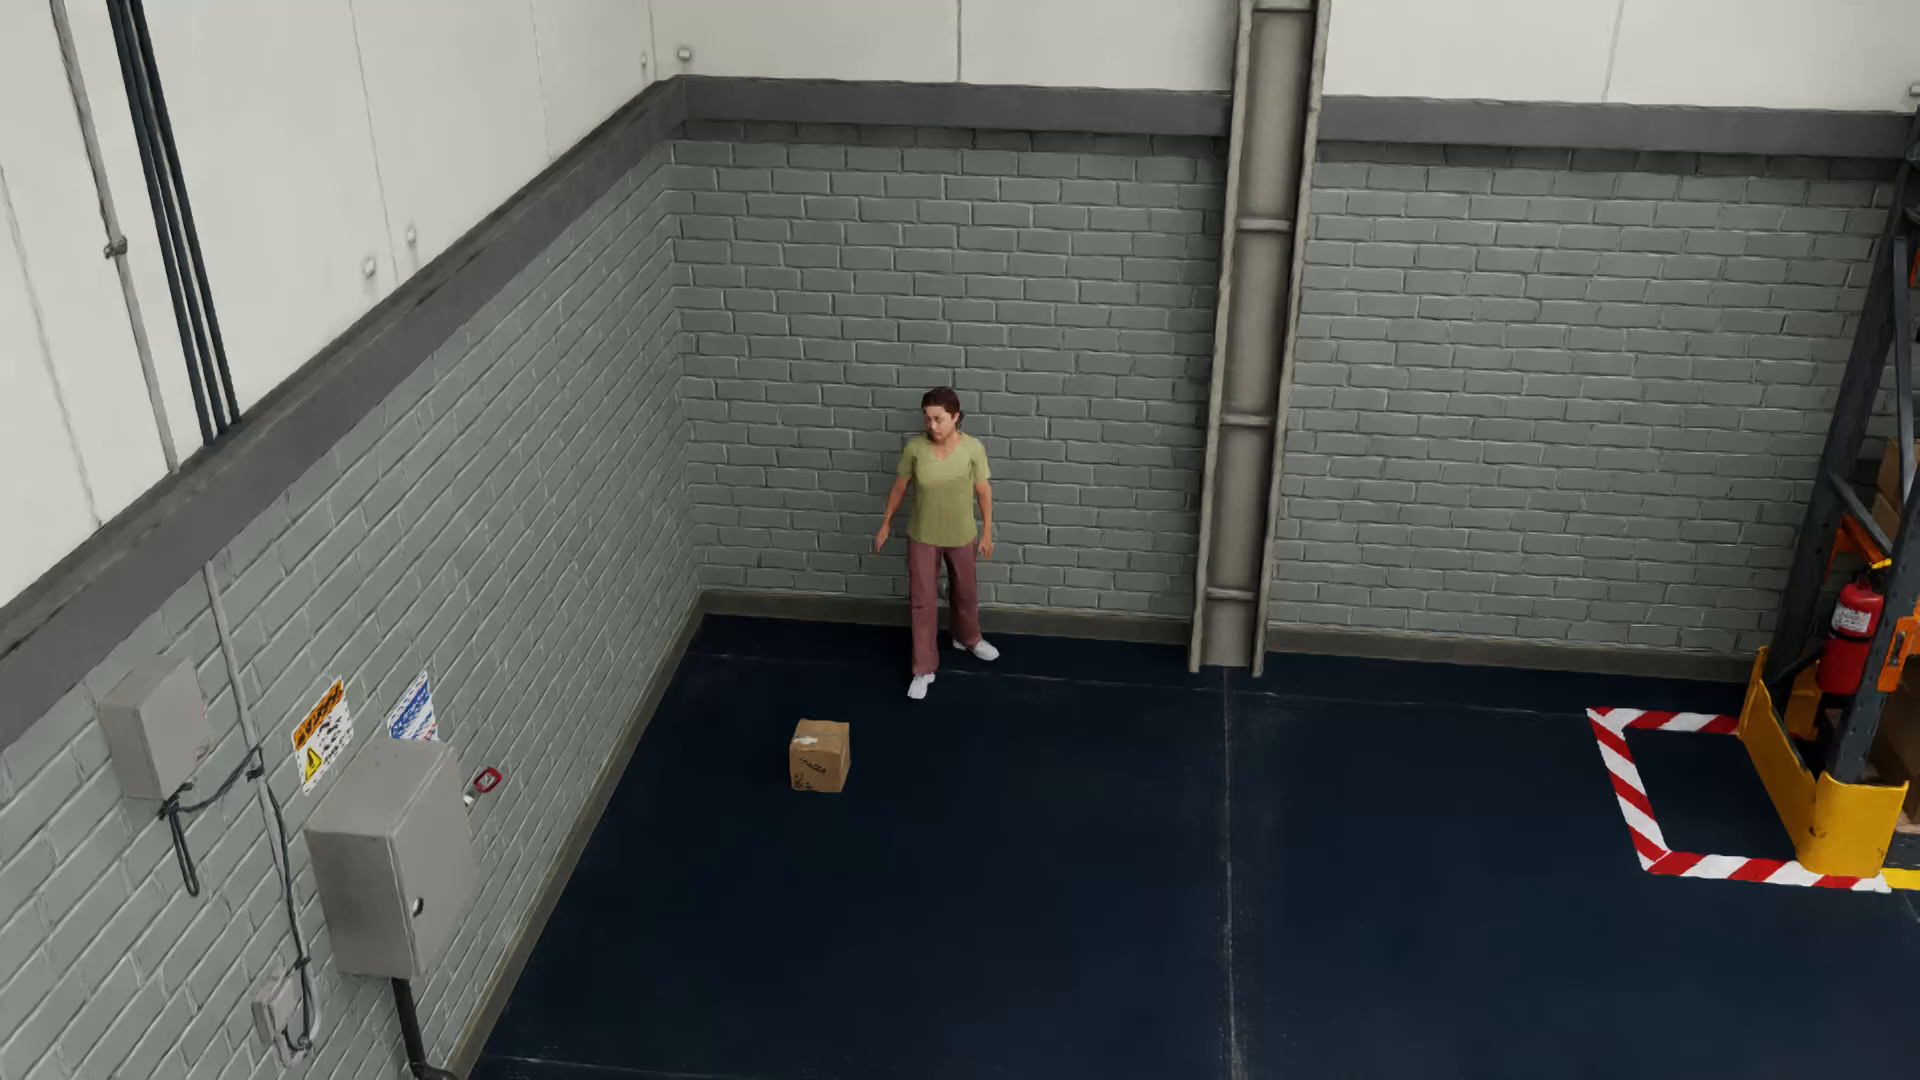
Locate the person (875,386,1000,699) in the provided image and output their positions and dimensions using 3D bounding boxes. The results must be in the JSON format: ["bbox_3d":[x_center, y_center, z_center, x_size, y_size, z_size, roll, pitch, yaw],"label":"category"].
[{"bbox_3d":[-0.113,-0.011,8.634,0.661,1.667,0.621,0,28,0],"label":"person"}]
